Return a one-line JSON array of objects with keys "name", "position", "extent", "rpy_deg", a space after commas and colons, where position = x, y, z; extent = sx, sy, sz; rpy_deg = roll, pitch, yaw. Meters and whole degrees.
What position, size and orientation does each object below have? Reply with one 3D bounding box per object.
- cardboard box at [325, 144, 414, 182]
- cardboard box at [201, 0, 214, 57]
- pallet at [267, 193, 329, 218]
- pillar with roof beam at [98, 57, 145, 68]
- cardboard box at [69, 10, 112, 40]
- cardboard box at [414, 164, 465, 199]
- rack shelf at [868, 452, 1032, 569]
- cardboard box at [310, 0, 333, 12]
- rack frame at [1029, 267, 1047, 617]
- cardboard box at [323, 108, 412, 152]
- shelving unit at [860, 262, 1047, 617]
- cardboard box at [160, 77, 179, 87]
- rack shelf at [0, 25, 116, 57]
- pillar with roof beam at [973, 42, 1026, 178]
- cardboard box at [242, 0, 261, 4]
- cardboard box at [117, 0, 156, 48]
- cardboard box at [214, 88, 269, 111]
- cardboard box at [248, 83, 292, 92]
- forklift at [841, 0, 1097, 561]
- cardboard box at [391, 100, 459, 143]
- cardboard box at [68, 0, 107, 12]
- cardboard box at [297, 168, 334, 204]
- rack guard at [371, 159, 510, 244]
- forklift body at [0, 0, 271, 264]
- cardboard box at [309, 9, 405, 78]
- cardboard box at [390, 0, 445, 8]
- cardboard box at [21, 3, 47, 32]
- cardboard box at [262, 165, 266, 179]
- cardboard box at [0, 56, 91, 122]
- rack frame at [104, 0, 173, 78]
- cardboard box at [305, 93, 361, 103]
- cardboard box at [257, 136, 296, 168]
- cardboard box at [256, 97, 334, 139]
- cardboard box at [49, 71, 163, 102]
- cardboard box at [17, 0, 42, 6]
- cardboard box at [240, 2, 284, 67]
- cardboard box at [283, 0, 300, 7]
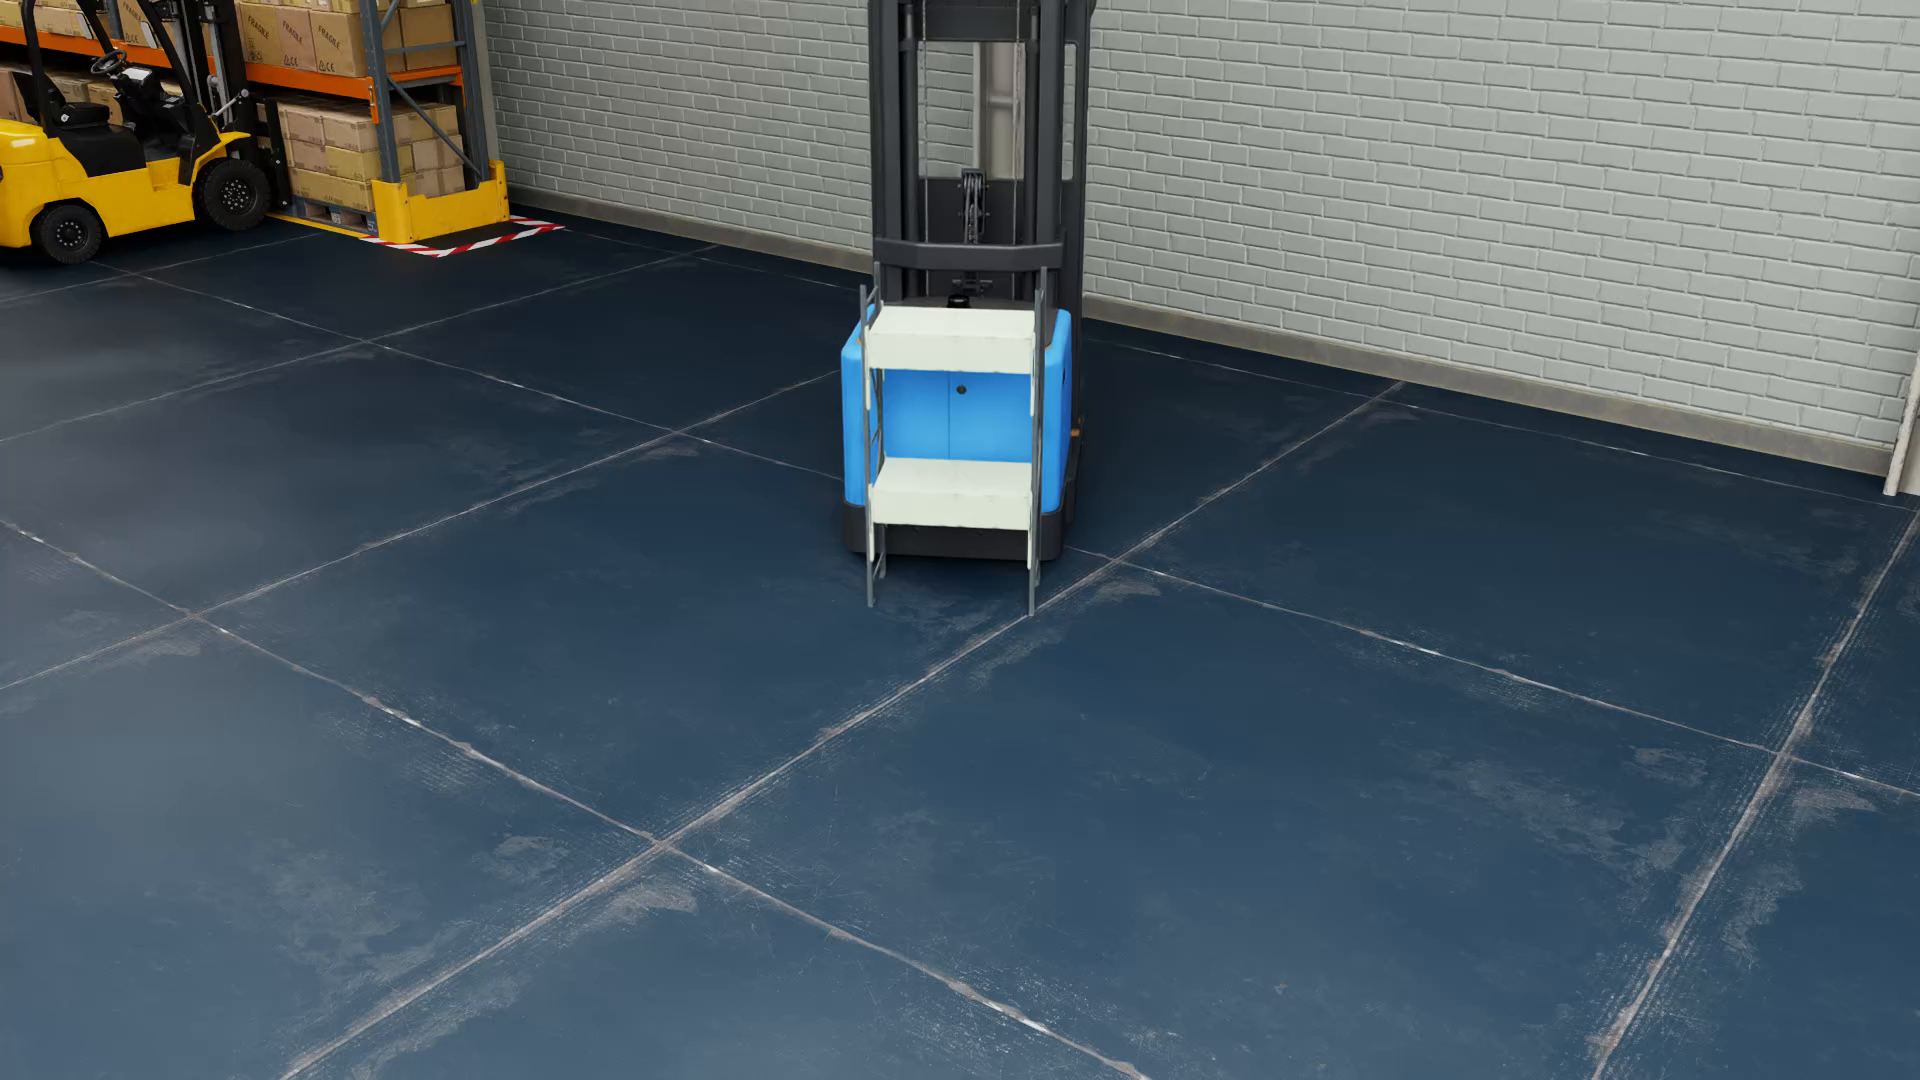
[{"name": "cardboard box", "position": [-5.026, -3.242, 14.156], "extent": [0.500, 0.250, 0.500], "rpy_deg": [16, 29, 33]}, {"name": "cardboard box", "position": [-6.618, -4.641, 14.939], "extent": [0.500, 0.500, 0.500], "rpy_deg": [16, 29, 33]}, {"name": "pallet", "position": [-6.058, -3.253, 15.370], "extent": [1.213, 0.211, 1.003], "rpy_deg": [17, 29, 33]}, {"name": "pillar with roof beam", "position": [-11.848, -7.328, 13.722], "extent": [0.400, 9.000, 9.100], "rpy_deg": [17, 29, 33]}, {"name": "cardboard box", "position": [-8.210, -4.998, 16.060], "extent": [0.500, 0.250, 0.500], "rpy_deg": [18, 29, 34]}, {"name": "cardboard box", "position": [-4.724, -3.178, 14.631], "extent": [0.500, 0.250, 0.500], "rpy_deg": [17, 29, 34]}, {"name": "rack shelf", "position": [-0.021, -0.140, 7.516], "extent": [0.720, 0.370, 0.431], "rpy_deg": [3, 24, 6]}, {"name": "cardboard box", "position": [-5.117, -4.450, 13.702], "extent": [0.250, 0.149, 0.380], "rpy_deg": [17, 29, 34]}, {"name": "rack frame", "position": [0.343, -0.421, 7.346], "extent": [0.023, 1.500, 0.400], "rpy_deg": [3, 24, 6]}, {"name": "cardboard box", "position": [-5.004, -3.464, 14.041], "extent": [0.500, 0.250, 0.500], "rpy_deg": [18, 29, 35]}, {"name": "shelving unit", "position": [-0.021, -0.438, 7.384], "extent": [0.755, 1.500, 0.431], "rpy_deg": [3, 24, 6]}, {"name": "cardboard box", "position": [-7.451, -4.203, 15.717], "extent": [0.500, 0.250, 0.500], "rpy_deg": [16, 29, 33]}, {"name": "rack shelf", "position": [-9.250, -5.184, 17.187], "extent": [4.000, 0.370, 1.077], "rpy_deg": [17, 29, 33]}, {"name": "pillar with roof beam", "position": [-2.246, -4.427, 7.136], "extent": [0.400, 9.000, 9.100], "rpy_deg": [17, 29, 33]}, {"name": "cardboard box", "position": [-5.935, -4.700, 14.269], "extent": [0.250, 0.149, 0.380], "rpy_deg": [17, 29, 34]}, {"name": "cardboard box", "position": [-7.451, -4.884, 15.489], "extent": [0.500, 0.500, 0.500], "rpy_deg": [16, 28, 32]}, {"name": "cardboard box", "position": [-6.642, -3.959, 15.164], "extent": [0.500, 0.250, 0.500], "rpy_deg": [18, 29, 35]}, {"name": "cardboard box", "position": [-6.329, -4.120, 15.529], "extent": [0.500, 0.250, 0.500], "rpy_deg": [17, 29, 34]}, {"name": "forklift", "position": [0.122, -1.801, 8.703], "extent": [1.130, 2.935, 3.031], "rpy_deg": [3, 24, 6]}, {"name": "cardboard box", "position": [-4.720, -3.631, 14.419], "extent": [0.500, 0.250, 0.500], "rpy_deg": [16, 29, 33]}, {"name": "cardboard box", "position": [-8.196, -5.226, 15.956], "extent": [0.500, 0.250, 0.500], "rpy_deg": [16, 28, 32]}, {"name": "cardboard box", "position": [-5.406, -3.131, 14.525], "extent": [0.500, 0.250, 0.500], "rpy_deg": [17, 29, 33]}, {"name": "rack guard", "position": [-4.430, -2.912, 14.240], "extent": [0.348, 0.500, 1.175], "rpy_deg": [17, 29, 33]}, {"name": "forklift body", "position": [-7.060, -3.544, 13.625], "extent": [1.214, 2.155, 2.313], "rpy_deg": [17, 29, 33]}, {"name": "cardboard box", "position": [-5.000, -4.142, 13.807], "extent": [0.500, 0.500, 0.500], "rpy_deg": [16, 28, 32]}, {"name": "cardboard box", "position": [-4.565, -4.570, 13.974], "extent": [0.250, 0.149, 0.380], "rpy_deg": [16, 28, 32]}, {"name": "cardboard box", "position": [-8.994, -5.248, 16.626], "extent": [0.500, 0.250, 0.500], "rpy_deg": [17, 29, 34]}, {"name": "cardboard box", "position": [-6.230, -3.373, 15.075], "extent": [0.500, 0.250, 0.500], "rpy_deg": [18, 29, 35]}, {"name": "cardboard box", "position": [-9.832, -4.791, 17.829], "extent": [0.625, 0.625, 0.875], "rpy_deg": [18, 29, 35]}, {"name": "rack frame", "position": [-7.649, -5.029, 15.944], "extent": [0.127, 3.000, 1.000], "rpy_deg": [17, 29, 33]}, {"name": "cardboard box", "position": [-5.516, -3.875, 14.973], "extent": [0.500, 0.250, 0.500], "rpy_deg": [17, 29, 33]}, {"name": "cardboard box", "position": [-5.846, -3.484, 14.707], "extent": [0.500, 0.250, 0.500], "rpy_deg": [16, 28, 32]}, {"name": "cardboard box", "position": [-5.826, -3.705, 14.587], "extent": [0.500, 0.250, 0.500], "rpy_deg": [17, 29, 34]}, {"name": "cardboard box", "position": [-8.690, -4.447, 17.048], "extent": [0.625, 0.625, 0.875], "rpy_deg": [16, 29, 33]}, {"name": "cardboard box", "position": [-9.017, -5.473, 16.518], "extent": [0.500, 0.250, 0.500], "rpy_deg": [17, 29, 34]}, {"name": "cardboard box", "position": [-5.820, -4.394, 14.379], "extent": [0.500, 0.500, 0.500], "rpy_deg": [16, 29, 32]}, {"name": "cardboard box", "position": [-5.479, -4.596, 14.033], "extent": [0.250, 0.149, 0.380], "rpy_deg": [17, 29, 33]}]
